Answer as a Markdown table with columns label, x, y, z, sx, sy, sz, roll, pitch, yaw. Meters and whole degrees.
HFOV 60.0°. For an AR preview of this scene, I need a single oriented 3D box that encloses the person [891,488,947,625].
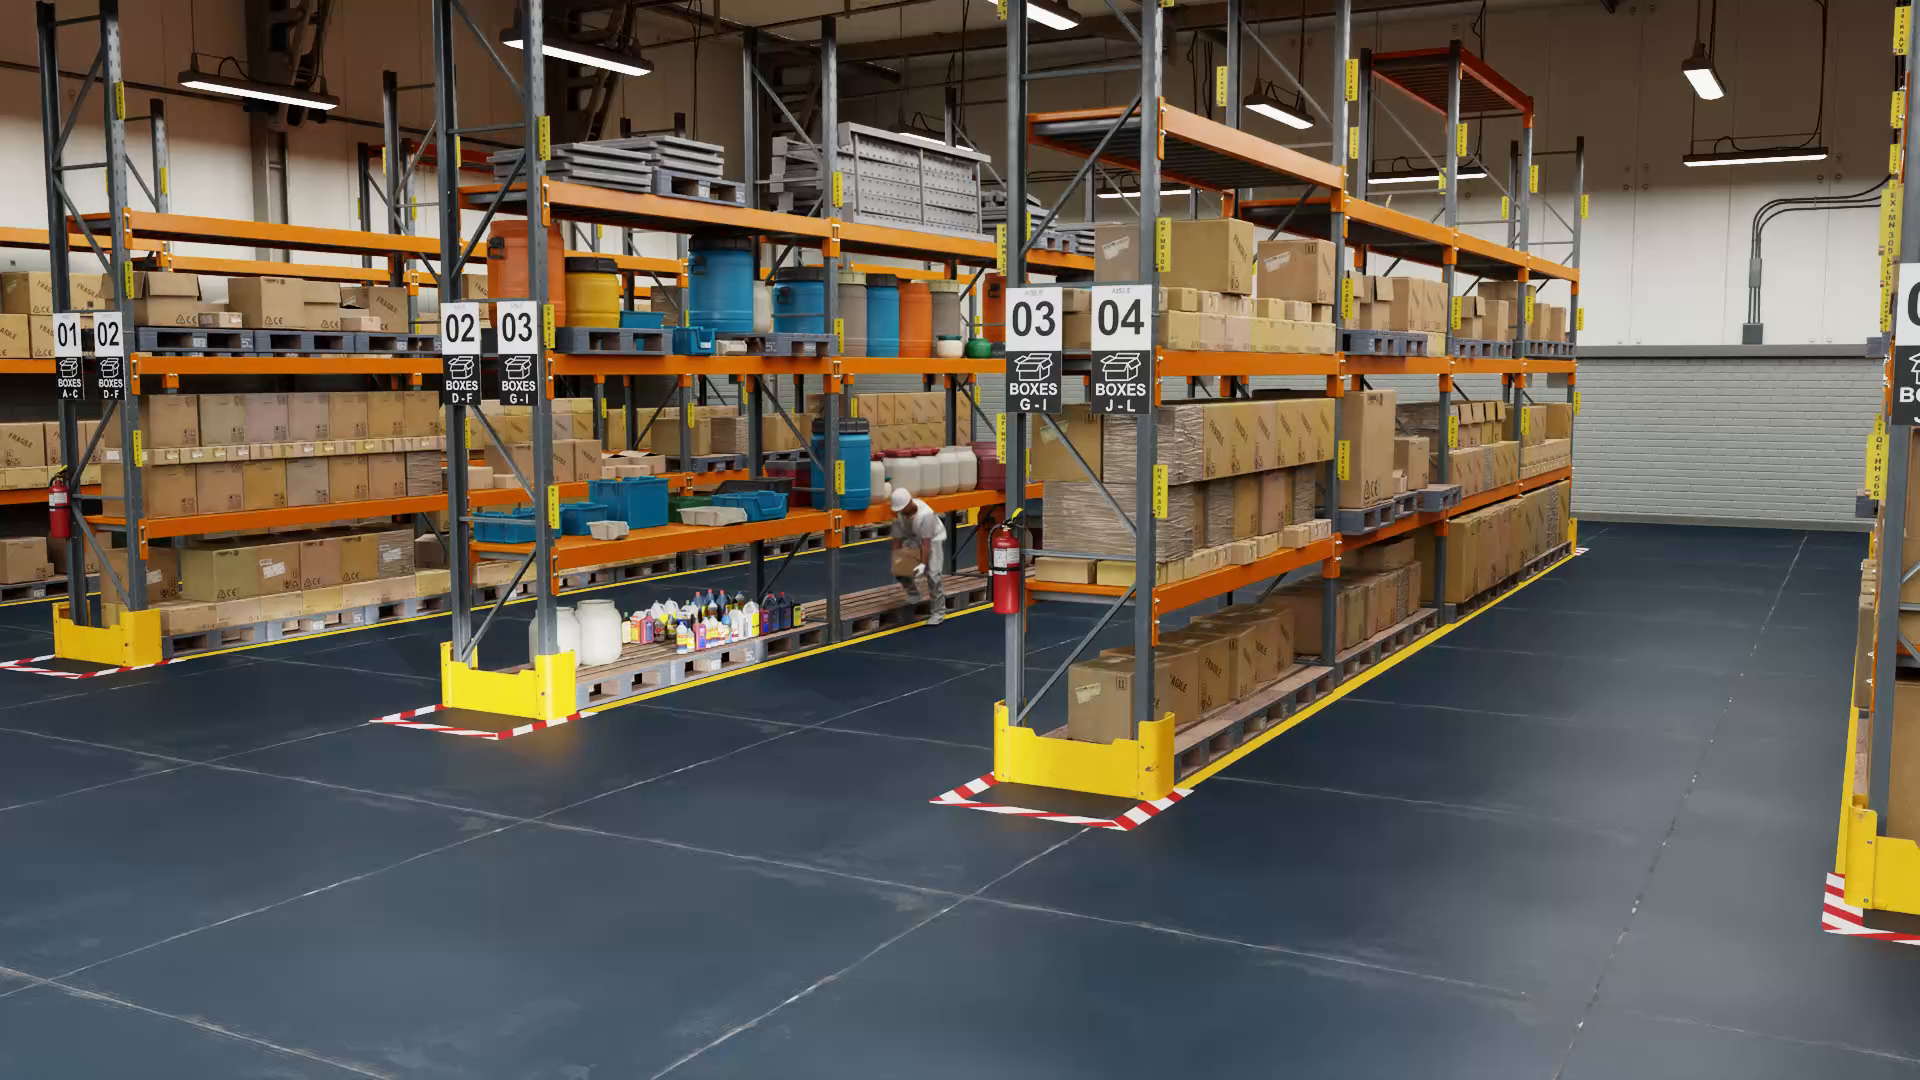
| label | x | y | z | sx | sy | sz | roll | pitch | yaw |
| --- | --- | --- | --- | --- | --- | --- | --- | --- | --- |
| person | -0.477 | 0.169 | 17.414 | 0.505 | 1.474 | 0.862 | 3 | 7 | 28 |
